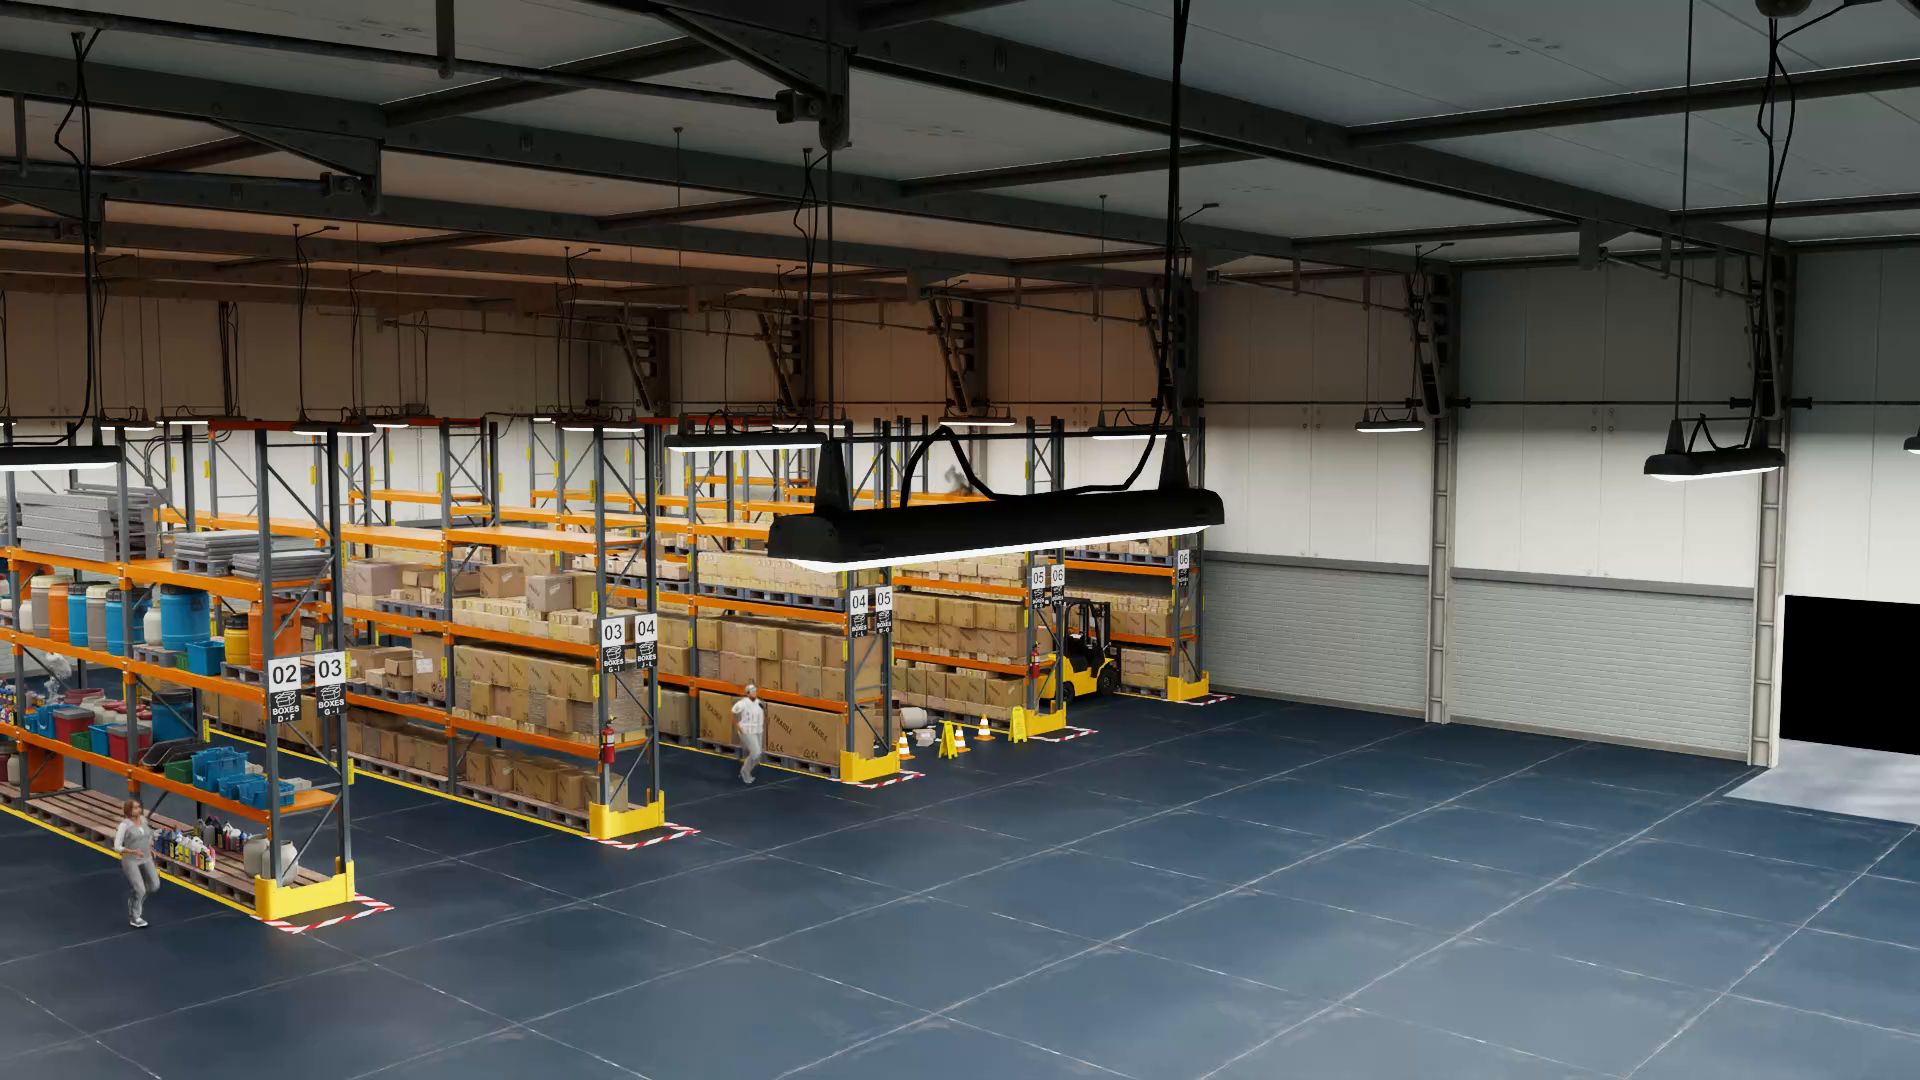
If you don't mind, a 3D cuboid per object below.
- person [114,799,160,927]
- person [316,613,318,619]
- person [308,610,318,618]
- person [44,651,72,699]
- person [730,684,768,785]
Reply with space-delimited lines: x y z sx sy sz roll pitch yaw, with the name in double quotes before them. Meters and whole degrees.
"person" -9.894 3.886 20.031 0.549 1.554 0.529 2 5 27
"person" -14.946 2.338 38.624 0.663 1.636 0.825 2 5 26
"person" -14.727 2.384 37.769 0.666 1.663 0.602 -1 5 -18
"person" -19.249 2.518 35.464 0.592 1.734 0.683 -3 6 -34
"person" -3.447 3.218 27.579 0.593 1.664 0.663 4 6 36
